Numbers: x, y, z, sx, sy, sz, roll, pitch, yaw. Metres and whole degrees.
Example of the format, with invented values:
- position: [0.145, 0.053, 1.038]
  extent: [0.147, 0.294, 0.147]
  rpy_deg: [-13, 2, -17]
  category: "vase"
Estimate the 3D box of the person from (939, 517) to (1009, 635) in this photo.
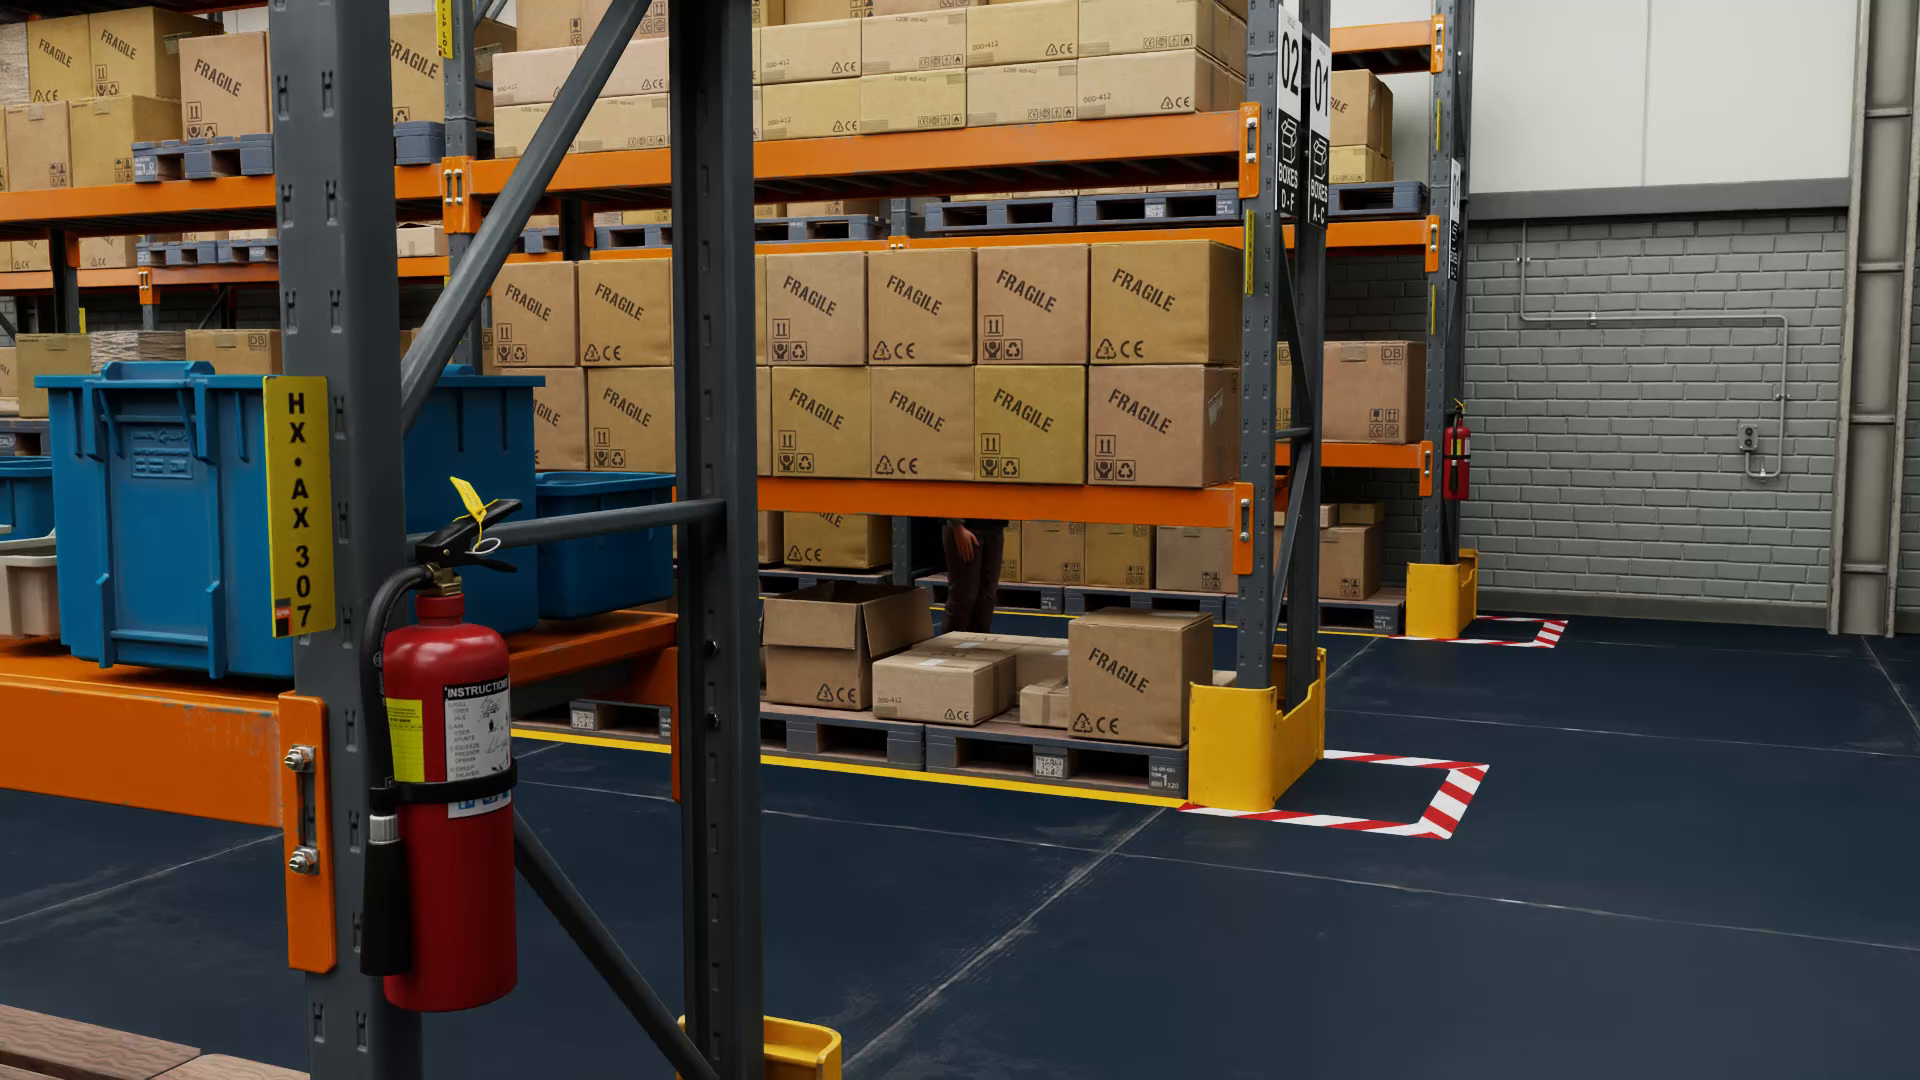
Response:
- position: [0.069, -0.043, 9.426]
  extent: [0.384, 1.720, 0.561]
  rpy_deg: [3, 6, 31]
  category: "person"
